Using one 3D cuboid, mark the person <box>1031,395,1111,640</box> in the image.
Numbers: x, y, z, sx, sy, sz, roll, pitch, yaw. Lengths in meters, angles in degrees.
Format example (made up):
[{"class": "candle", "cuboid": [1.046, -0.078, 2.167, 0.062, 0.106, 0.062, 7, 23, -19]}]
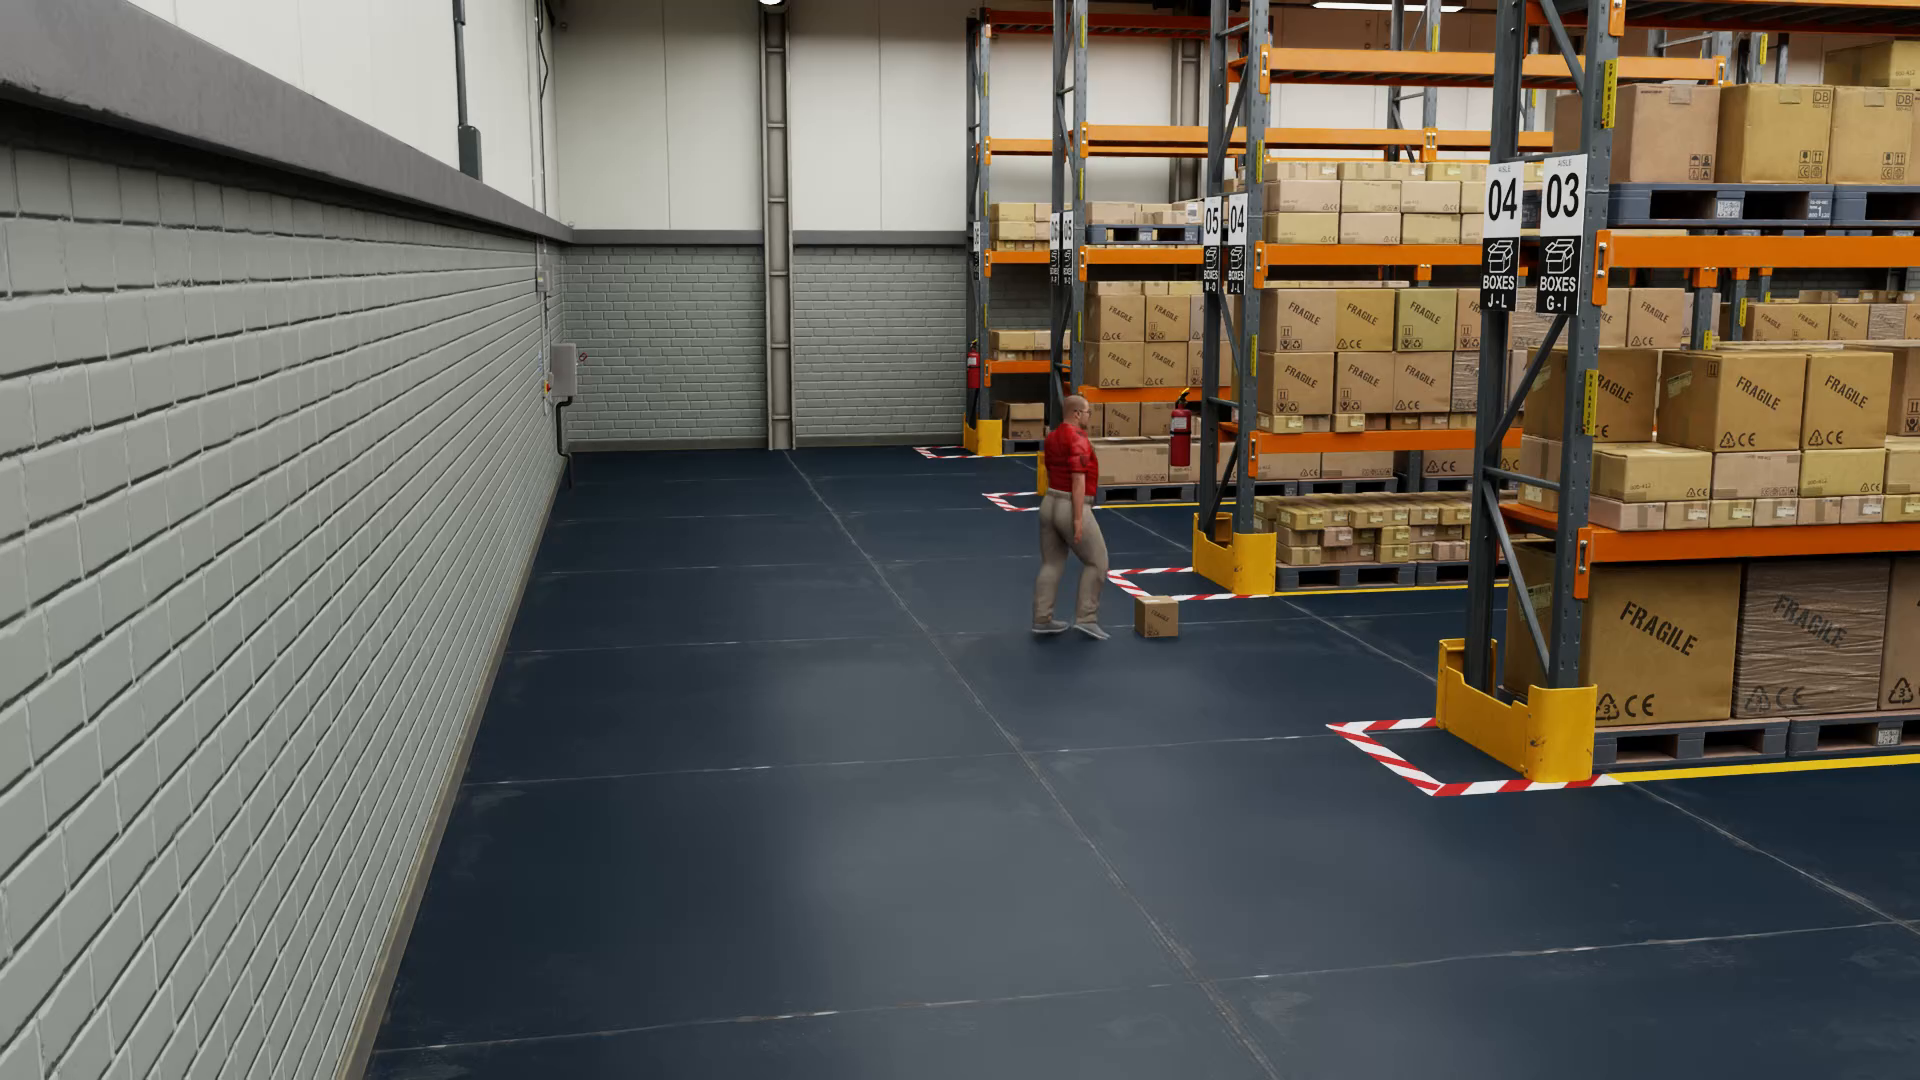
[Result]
[{"class": "person", "cuboid": [0.782, -0.136, 11.867, 0.521, 1.792, 0.553, -7, 12, -34]}]
